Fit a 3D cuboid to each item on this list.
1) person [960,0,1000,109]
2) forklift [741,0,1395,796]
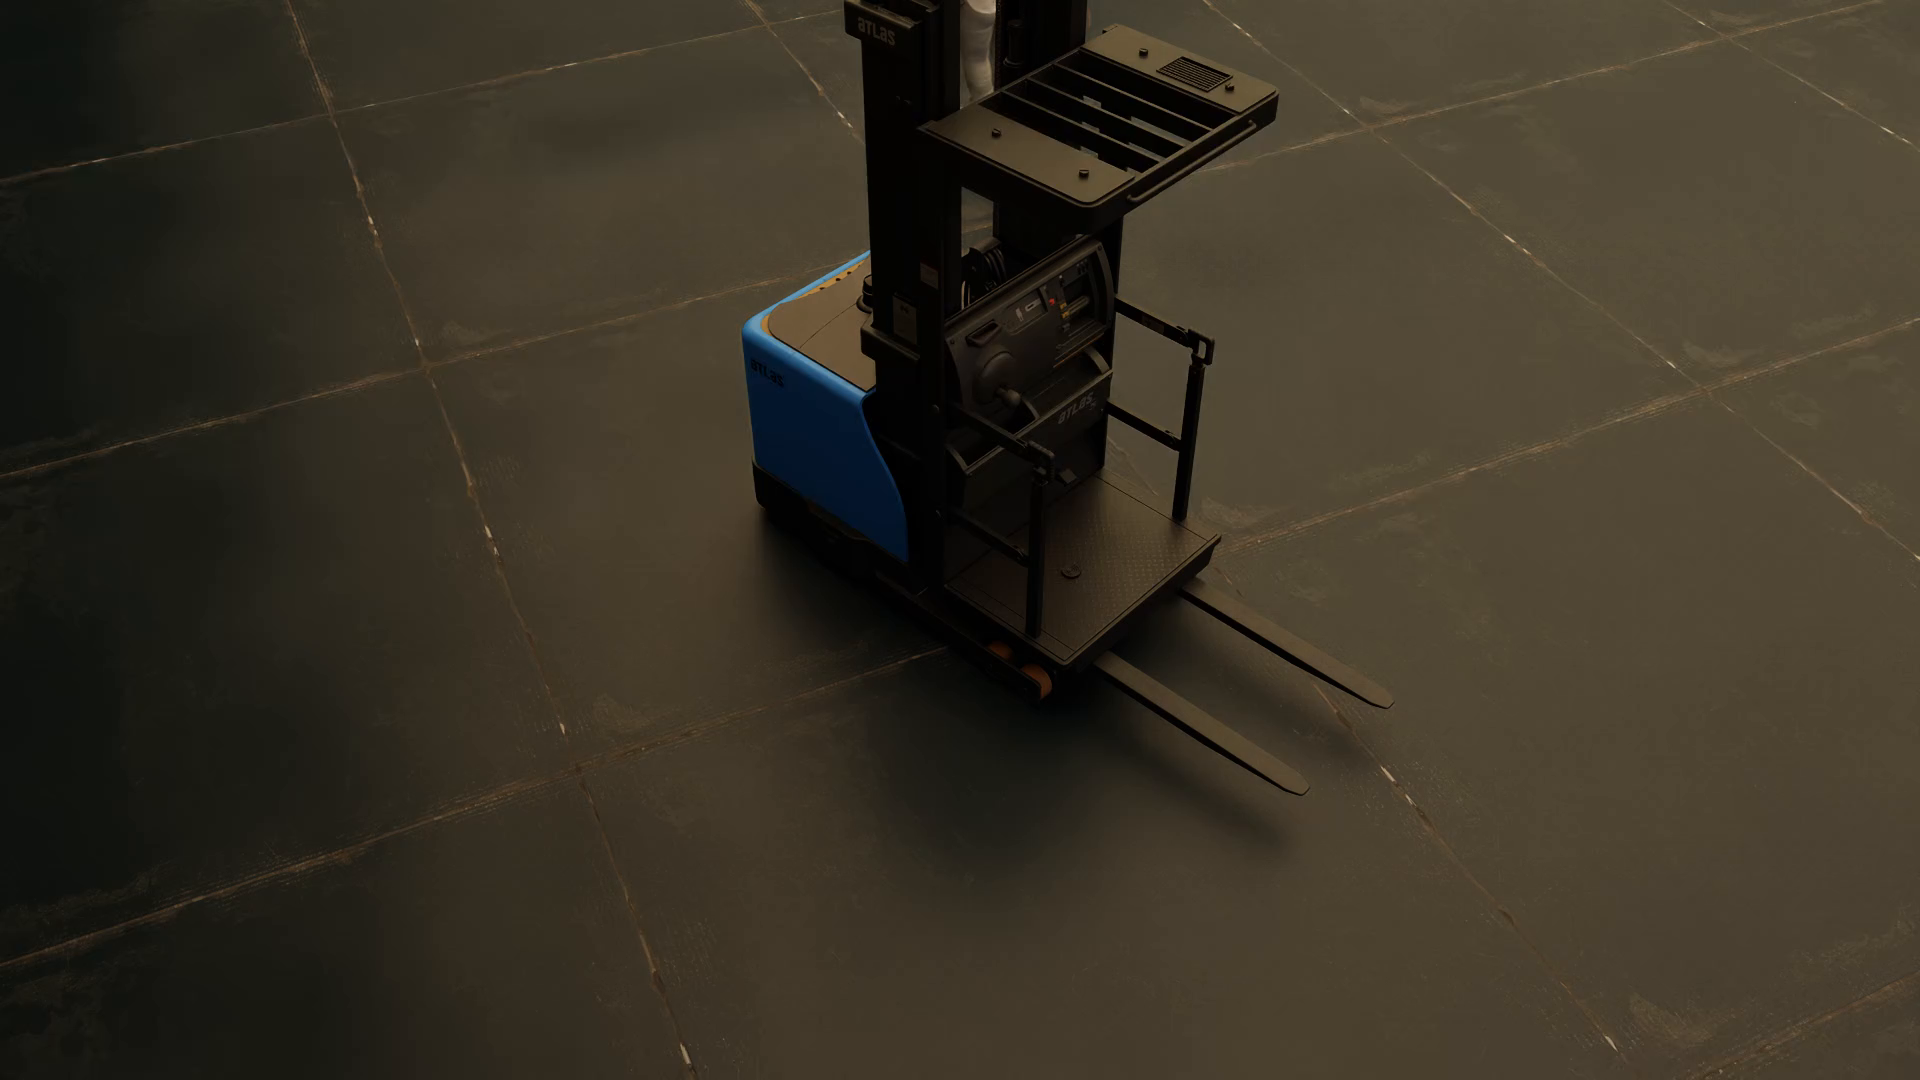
[{"bbox_3d":[0.129,-3.337,10.089,0.640,1.779,0.576,-25,49,-25],"label":"person"},{"bbox_3d":[0.445,-0.788,6.525,3.031,2.935,1.130,32,52,30],"label":"forklift"}]
